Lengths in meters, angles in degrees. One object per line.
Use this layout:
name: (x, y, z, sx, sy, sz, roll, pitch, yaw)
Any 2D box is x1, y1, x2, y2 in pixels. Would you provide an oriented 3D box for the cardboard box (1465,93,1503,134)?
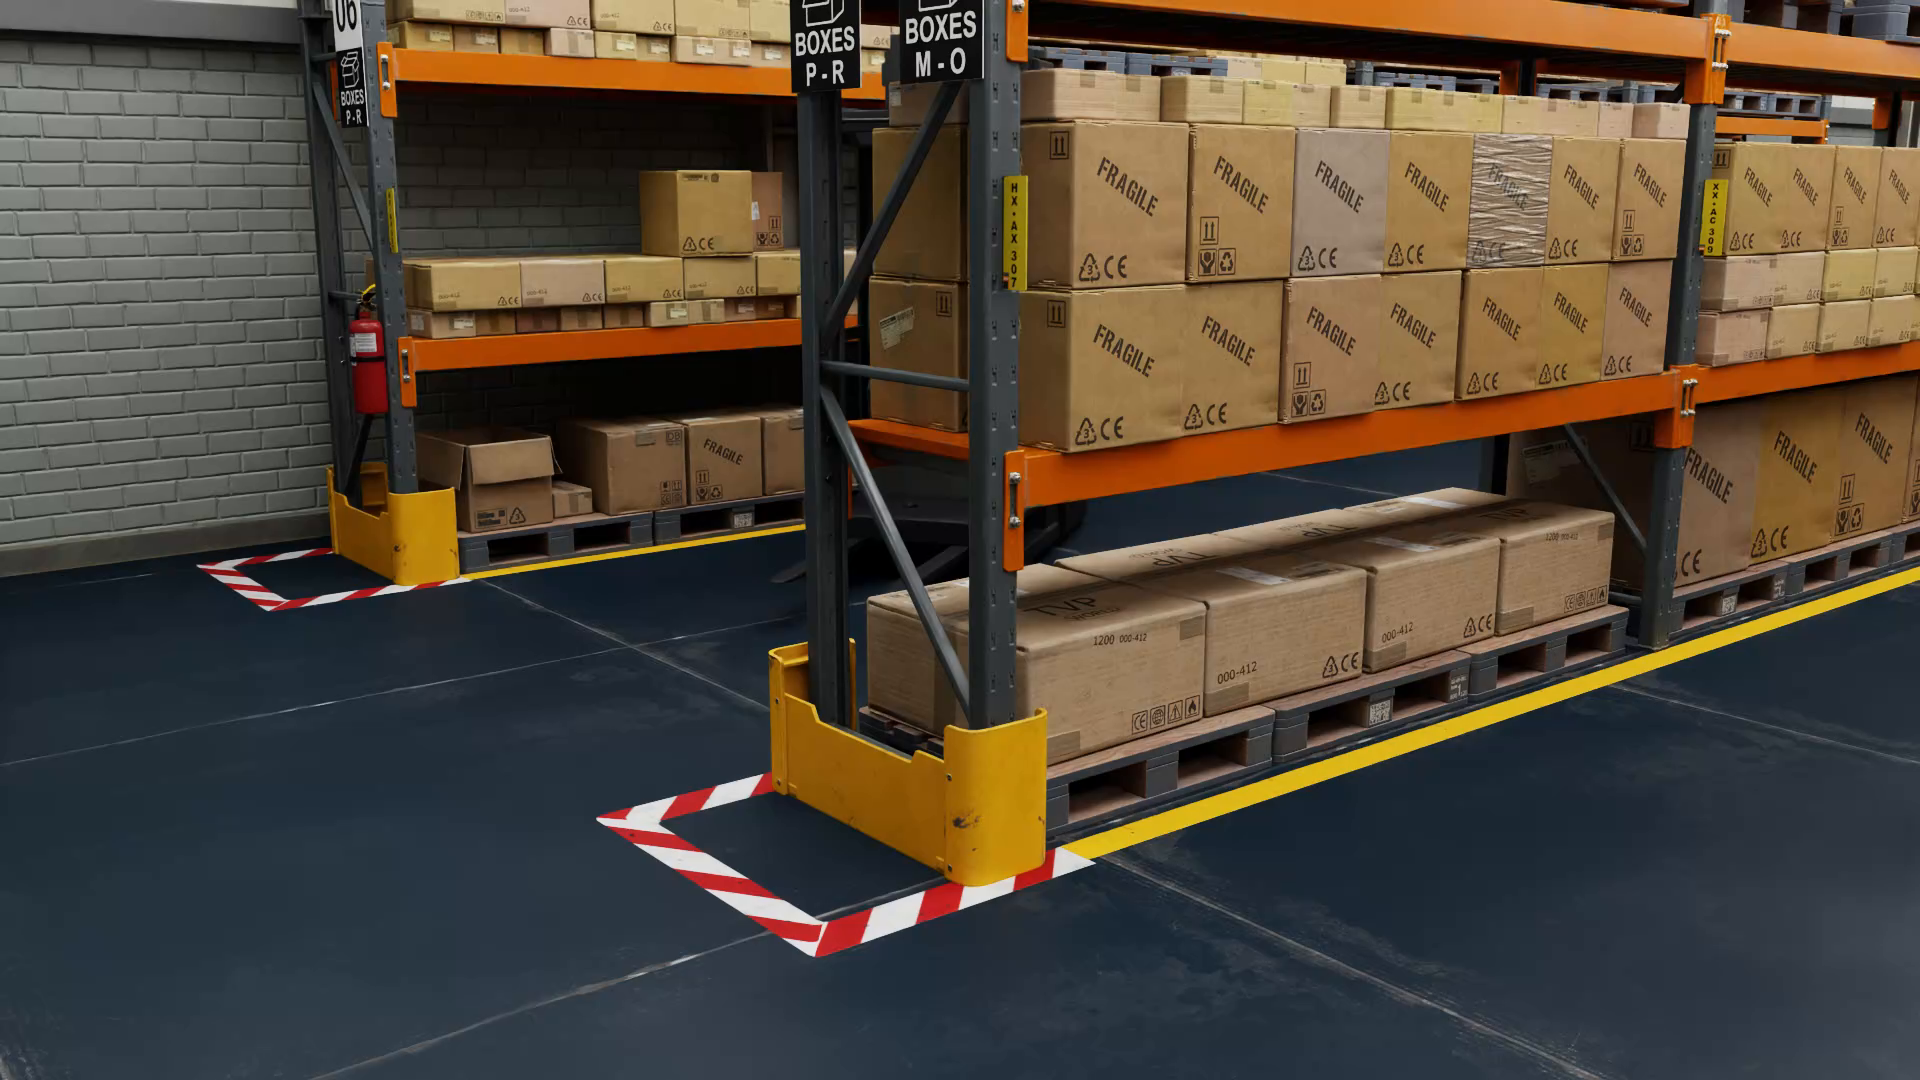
cardboard box: (1.862, -1.643, 6.435, 0.250, 0.149, 0.380, -10, 15, -39)

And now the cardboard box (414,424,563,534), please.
cardboard box: (-2.749, -0.369, 9.642, 0.637, 0.503, 0.797, -10, 16, -40)

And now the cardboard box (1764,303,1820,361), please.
cardboard box: (3.853, -1.043, 8.181, 0.500, 0.250, 0.500, -10, 16, -39)

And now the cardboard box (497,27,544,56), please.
cardboard box: (-2.492, -2.737, 9.181, 0.250, 0.149, 0.380, -9, 15, -37)

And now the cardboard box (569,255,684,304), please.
cardboard box: (-1.976, -1.539, 9.802, 0.500, 0.250, 0.500, -10, 15, -39)

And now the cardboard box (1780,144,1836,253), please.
cardboard box: (3.844, -1.654, 8.048, 0.500, 0.500, 0.500, -10, 15, -38)

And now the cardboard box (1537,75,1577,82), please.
cardboard box: (5.415, -4.284, 15.215, 0.250, 0.149, 0.380, -9, 15, -38)

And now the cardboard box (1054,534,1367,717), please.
cardboard box: (0.980, 0.310, 6.604, 0.875, 0.438, 0.875, -9, 15, -36)

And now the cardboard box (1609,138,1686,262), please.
cardboard box: (2.745, -1.467, 7.167, 0.500, 0.500, 0.500, -10, 15, -38)

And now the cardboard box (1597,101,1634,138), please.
cardboard box: (2.626, -1.782, 7.089, 0.250, 0.149, 0.380, -9, 15, -36)

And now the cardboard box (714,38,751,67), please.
cardboard box: (-1.442, -2.885, 9.876, 0.250, 0.149, 0.380, -9, 15, -37)

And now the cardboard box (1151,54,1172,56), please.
cardboard box: (1.515, -3.778, 12.881, 0.250, 0.149, 0.380, -10, 15, -38)

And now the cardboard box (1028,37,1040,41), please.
cardboard box: (0.319, -3.412, 11.109, 0.250, 0.149, 0.380, -9, 15, -37)

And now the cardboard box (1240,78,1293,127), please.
cardboard box: (0.897, -1.470, 5.620, 0.250, 0.149, 0.380, -10, 16, -39)

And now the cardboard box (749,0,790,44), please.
cardboard box: (-1.189, -3.142, 10.127, 0.500, 0.250, 0.500, -9, 15, -36)

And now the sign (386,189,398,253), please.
sign: (-2.947, -1.656, 8.621, 0.005, 0.325, 0.100, -9, 15, -38)

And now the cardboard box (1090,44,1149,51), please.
cardboard box: (1.115, -3.545, 11.735, 0.250, 0.149, 0.380, -10, 15, -38)

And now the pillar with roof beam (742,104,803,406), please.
pillar with roof beam: (1.420, -4.132, 7.921, 0.400, 9.000, 9.100, -9, 15, -38)

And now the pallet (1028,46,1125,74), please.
pallet: (0.391, -3.288, 11.623, 1.003, 0.211, 1.213, -9, 15, -38)

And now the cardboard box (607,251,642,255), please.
cardboard box: (-1.891, -1.693, 10.526, 0.500, 0.250, 0.500, -9, 15, -38)

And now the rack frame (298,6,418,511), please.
rack frame: (-3.286, -1.320, 9.125, 0.127, 3.000, 1.000, -9, 15, -38)

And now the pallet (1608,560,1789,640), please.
pallet: (3.497, 0.217, 8.599, 1.213, 0.211, 1.003, -9, 15, -38)

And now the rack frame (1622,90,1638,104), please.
rack frame: (6.084, -2.877, 16.458, 0.127, 3.000, 1.000, -9, 15, -38)

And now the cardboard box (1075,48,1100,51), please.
cardboard box: (0.807, -3.632, 12.145, 0.250, 0.149, 0.380, -10, 16, -39)

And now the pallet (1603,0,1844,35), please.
pallet: (3.626, -2.535, 8.087, 1.217, 0.209, 0.805, -10, 16, -40)

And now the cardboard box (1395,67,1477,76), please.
cardboard box: (4.010, -4.265, 14.279, 0.500, 0.500, 0.700, -10, 15, -39)

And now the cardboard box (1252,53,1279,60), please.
cardboard box: (2.232, -3.763, 12.806, 0.250, 0.149, 0.380, -9, 15, -38)

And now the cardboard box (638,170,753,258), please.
cardboard box: (-1.592, -1.969, 10.021, 0.500, 0.500, 0.500, -9, 15, -36)

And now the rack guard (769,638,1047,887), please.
rack guard: (-0.201, 0.710, 5.581, 0.348, 0.500, 1.175, -9, 15, -38)

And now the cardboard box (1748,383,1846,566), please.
cardboard box: (4.076, -0.413, 8.956, 0.875, 0.875, 0.875, -9, 15, -36)

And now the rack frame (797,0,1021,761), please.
rack frame: (-0.182, -0.516, 5.336, 0.127, 3.000, 1.000, -9, 15, -38)

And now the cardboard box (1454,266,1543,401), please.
cardboard box: (1.957, -0.847, 6.654, 0.500, 0.500, 0.500, -10, 15, -38)

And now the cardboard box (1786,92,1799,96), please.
cardboard box: (8.751, -4.838, 17.825, 0.250, 0.149, 0.380, -10, 16, -39)

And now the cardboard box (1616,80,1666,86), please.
cardboard box: (6.624, -4.485, 16.161, 0.250, 0.149, 0.380, -9, 15, -36)

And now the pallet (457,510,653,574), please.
pallet: (-2.605, -0.070, 9.949, 1.213, 0.211, 1.003, -9, 15, -38)

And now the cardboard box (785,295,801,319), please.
cardboard box: (-1.035, -1.492, 10.538, 0.250, 0.149, 0.380, -10, 15, -38)

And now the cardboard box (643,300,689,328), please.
cardboard box: (-1.821, -1.355, 9.892, 0.250, 0.149, 0.380, -10, 16, -39)

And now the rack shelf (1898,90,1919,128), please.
rack shelf: (7.626, -2.929, 11.210, 4.000, 0.370, 1.077, -9, 15, -38)

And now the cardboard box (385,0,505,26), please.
cardboard box: (-2.769, -2.873, 8.861, 0.500, 0.250, 0.500, -10, 15, -38)

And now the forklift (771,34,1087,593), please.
forklift: (-0.134, -1.289, 9.144, 1.130, 2.935, 3.031, 4, 13, 18)

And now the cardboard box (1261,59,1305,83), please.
cardboard box: (2.320, -3.581, 12.911, 0.500, 0.250, 0.500, -9, 15, -37)

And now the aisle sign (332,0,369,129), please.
aisle sign: (-3.156, -2.536, 8.589, 0.004, 0.787, 0.394, -9, 15, -38)

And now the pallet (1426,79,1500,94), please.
pallet: (4.306, -3.982, 14.891, 1.213, 0.211, 1.003, -9, 15, -35)

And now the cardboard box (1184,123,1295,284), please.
cardboard box: (0.770, -1.138, 5.619, 0.500, 0.500, 0.500, -10, 16, -39)

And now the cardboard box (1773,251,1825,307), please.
cardboard box: (3.851, -1.290, 8.138, 0.500, 0.250, 0.500, -9, 15, -37)
